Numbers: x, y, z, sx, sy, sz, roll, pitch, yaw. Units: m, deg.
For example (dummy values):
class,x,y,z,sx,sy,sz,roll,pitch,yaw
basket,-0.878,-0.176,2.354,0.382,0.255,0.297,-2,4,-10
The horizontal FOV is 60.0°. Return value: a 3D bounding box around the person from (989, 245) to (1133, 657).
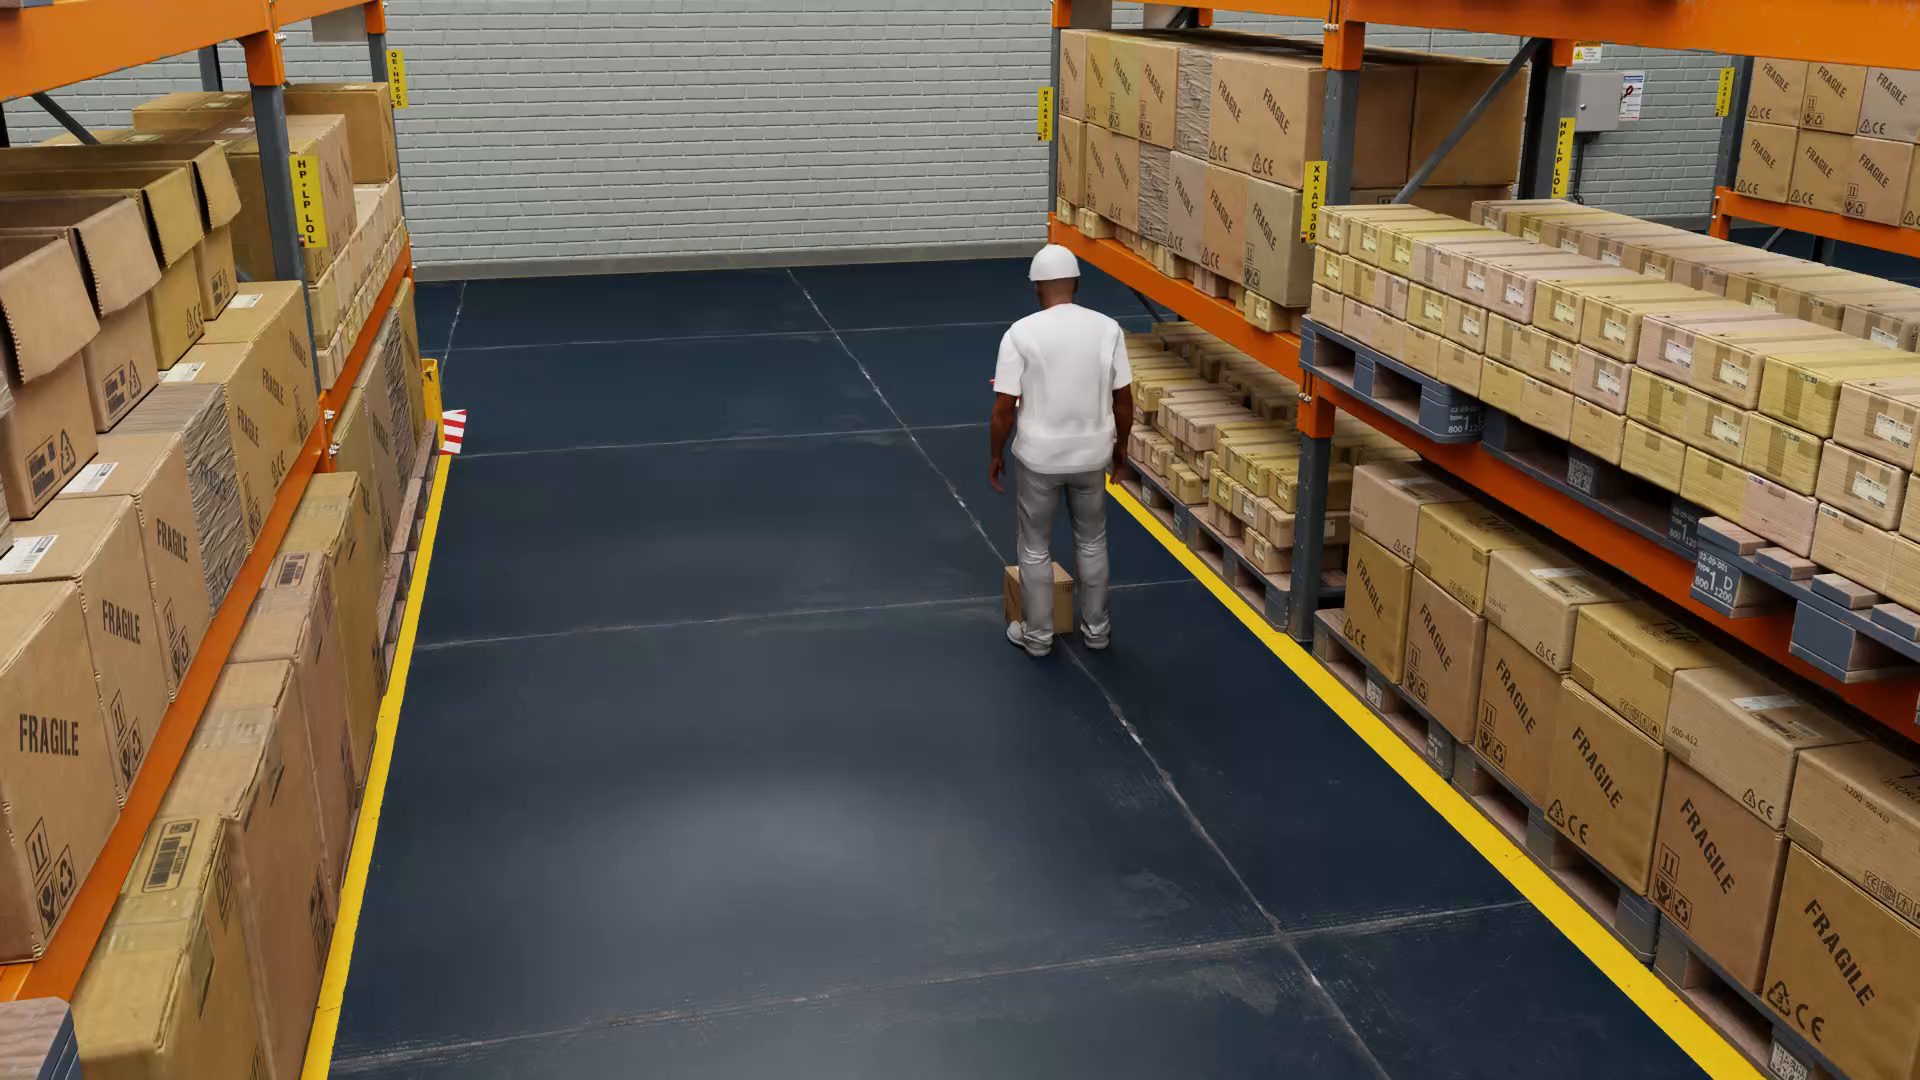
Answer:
class,x,y,z,sx,sy,sz,roll,pitch,yaw
person,0.426,-0.370,7.087,0.627,1.761,0.456,-4,20,-12
